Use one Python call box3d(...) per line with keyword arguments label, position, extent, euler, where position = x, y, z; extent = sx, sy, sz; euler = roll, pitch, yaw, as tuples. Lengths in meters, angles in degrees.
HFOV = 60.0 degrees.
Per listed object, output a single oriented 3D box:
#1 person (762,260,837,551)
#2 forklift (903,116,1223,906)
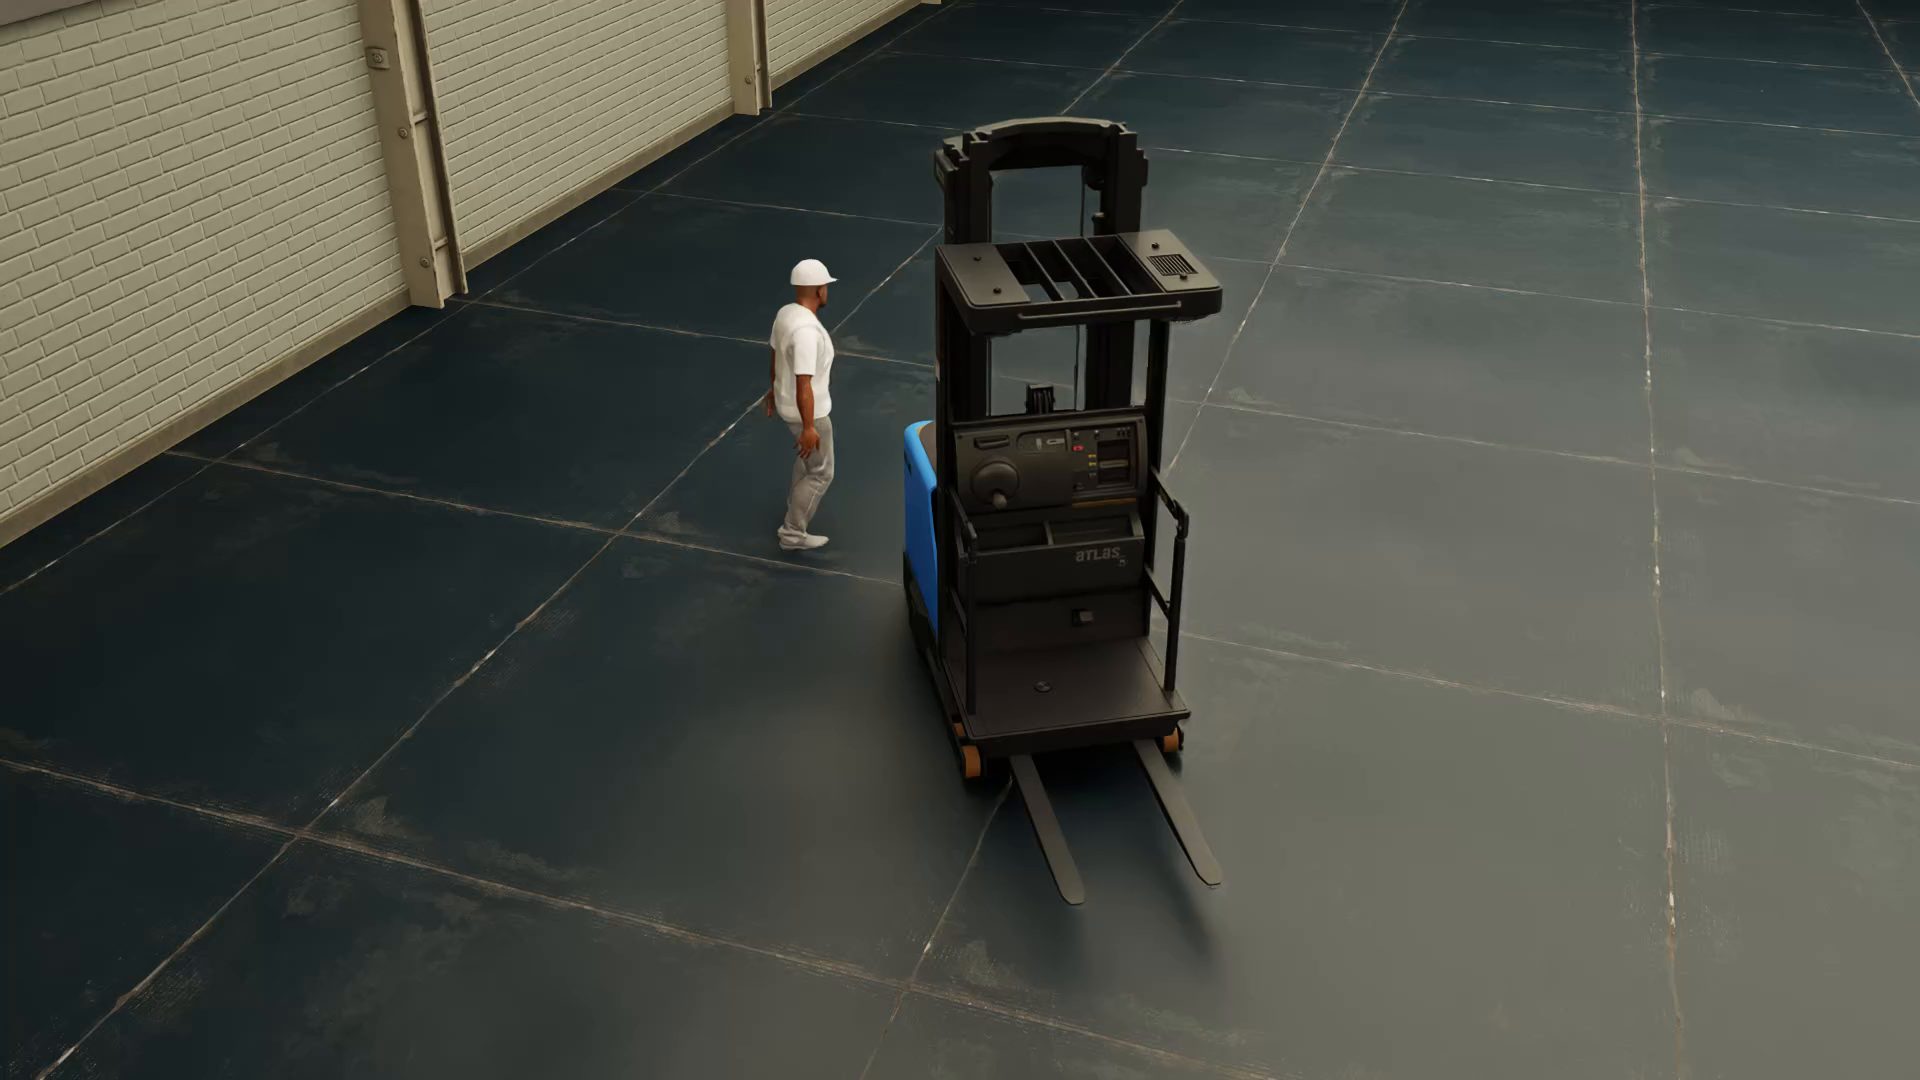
box3d(label="person", position=(-0.904, -0.784, 9.760), extent=(0.474, 1.733, 0.900), euler=(-8, 31, -14))
box3d(label="forklift", position=(0.480, -0.319, 7.695), extent=(1.130, 2.935, 3.031), euler=(-6, 30, -10))
